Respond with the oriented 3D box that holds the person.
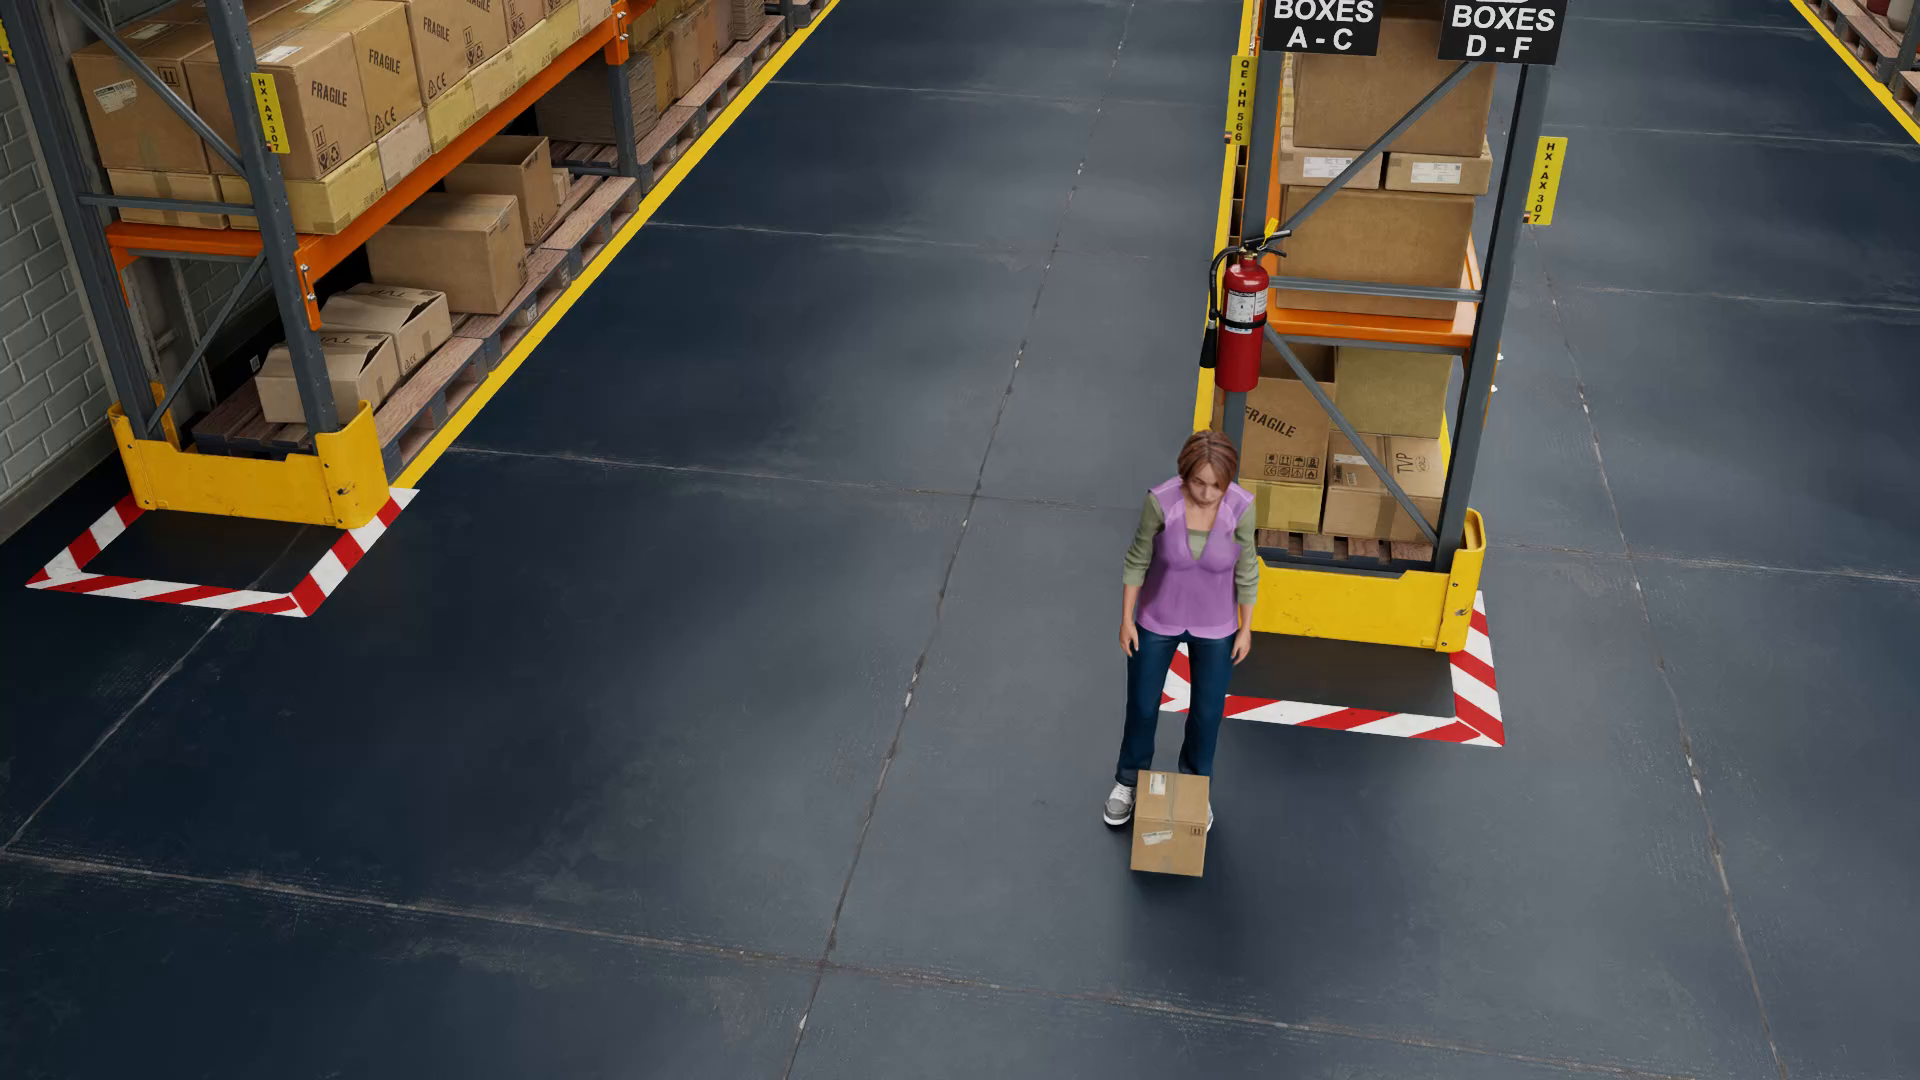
[{"bbox_3d":[0.768,0.303,5.680,0.472,1.592,0.347,4,33,6],"label":"person"}]
